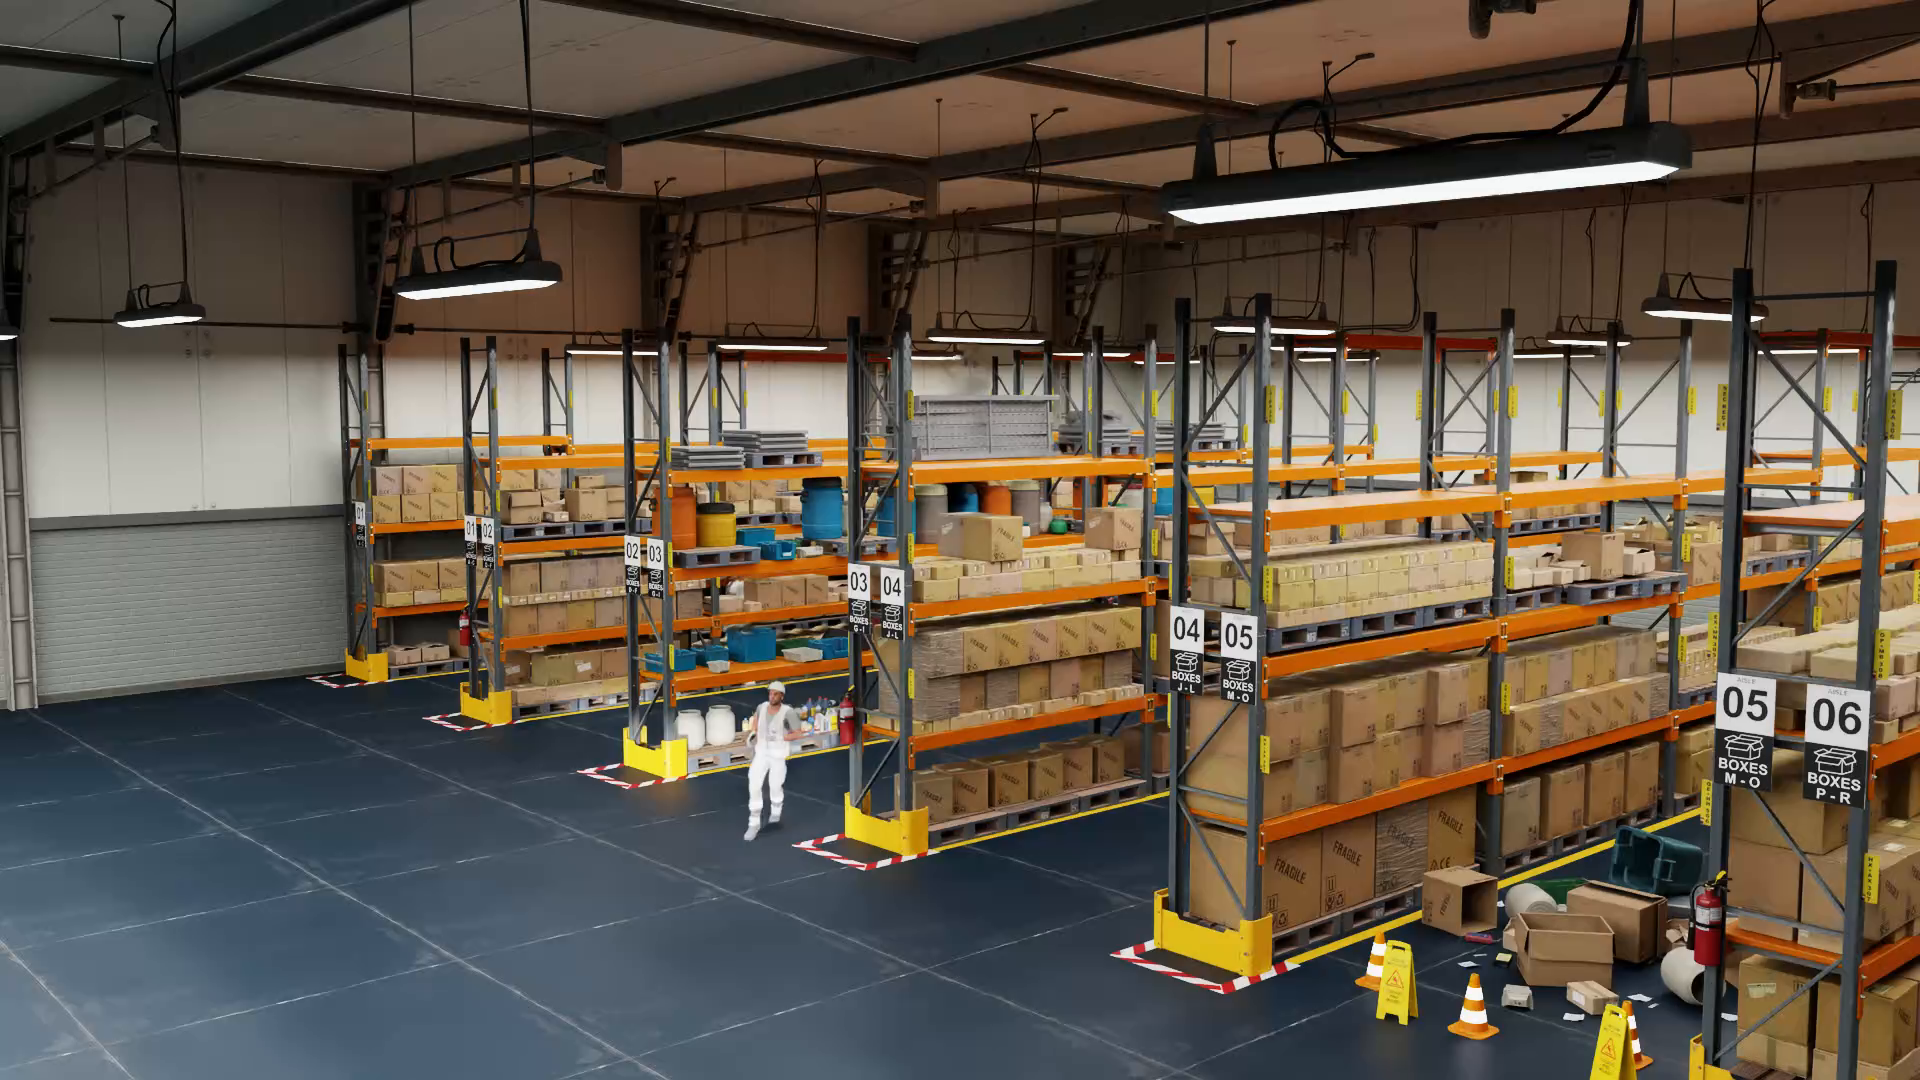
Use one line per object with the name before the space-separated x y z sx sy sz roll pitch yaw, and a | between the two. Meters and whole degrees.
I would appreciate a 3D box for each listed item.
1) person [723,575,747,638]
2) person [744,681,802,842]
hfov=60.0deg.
person | -4.305 1.427 32.112 0.760 1.763 0.706 -5 7 -43
person | -2.150 2.537 19.369 0.686 1.819 0.847 1 5 13
